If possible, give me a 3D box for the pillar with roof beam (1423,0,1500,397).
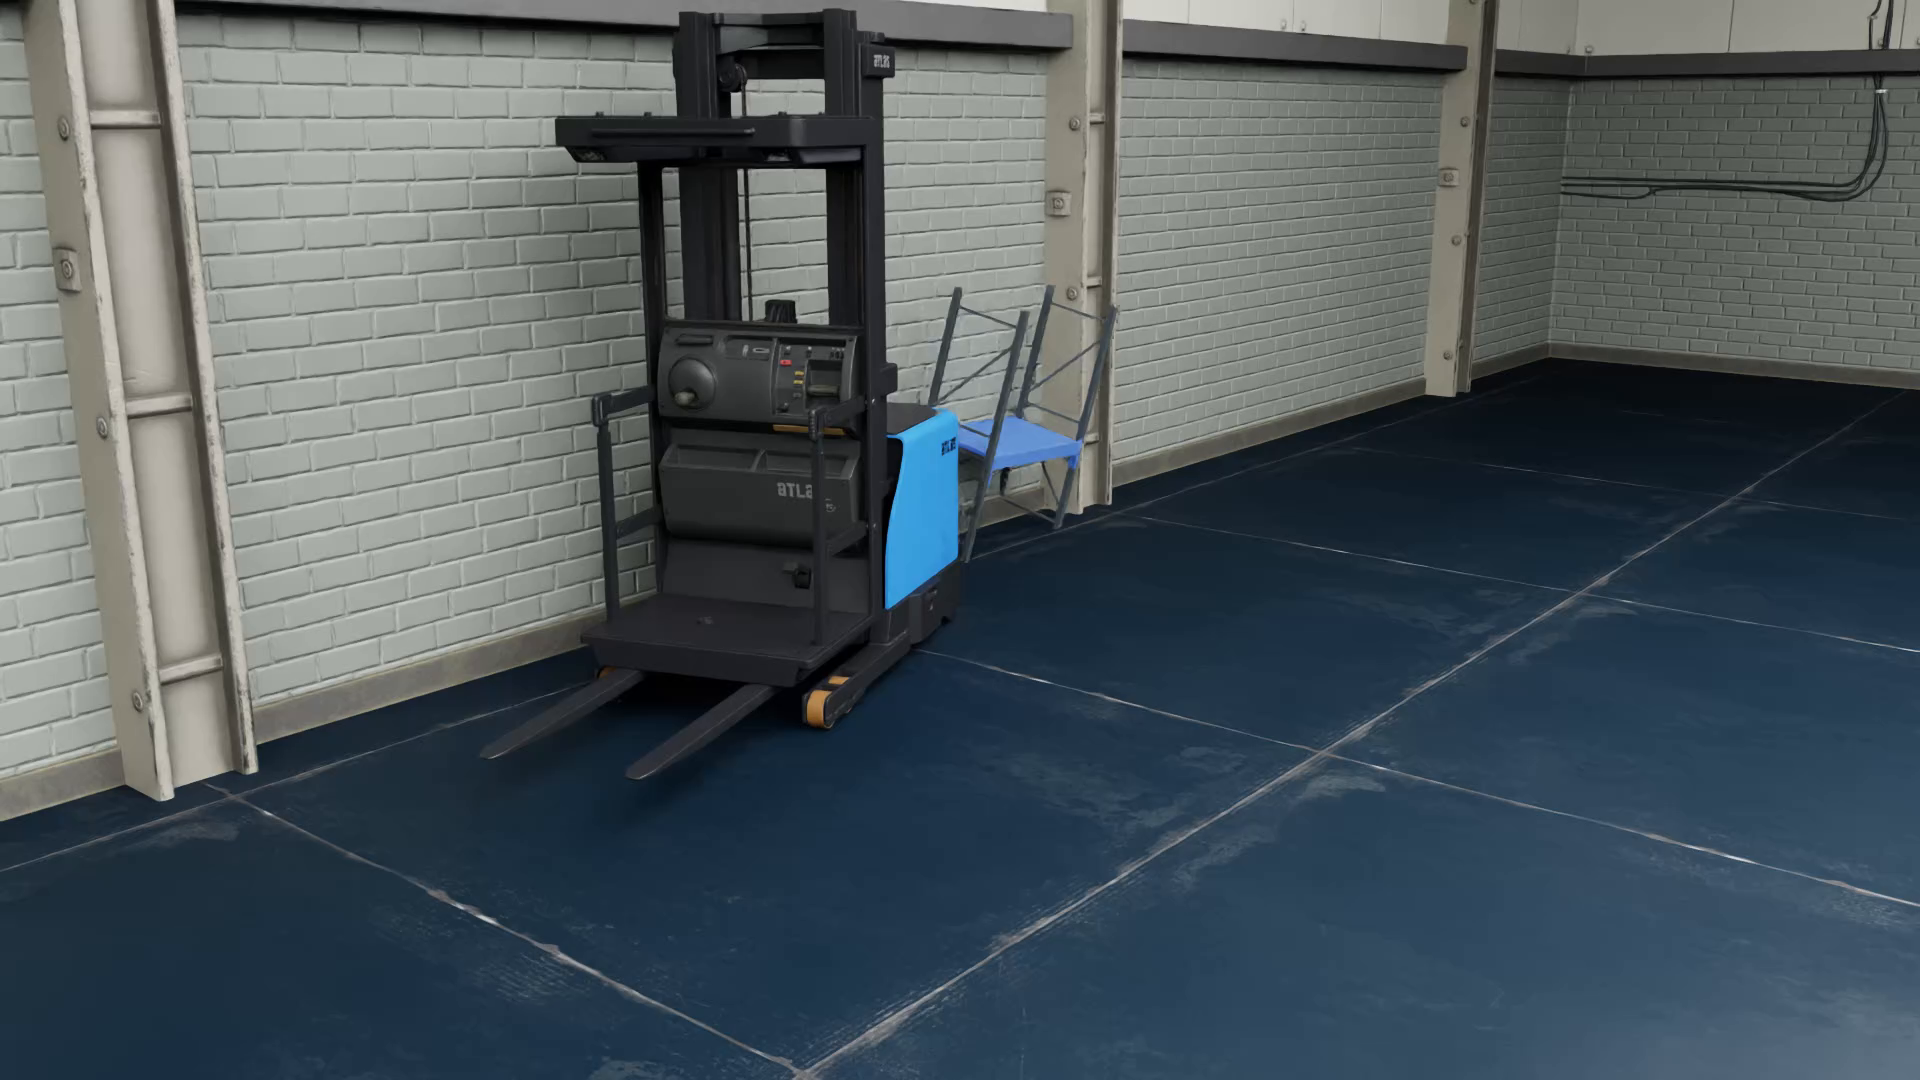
[{"bbox_3d":[7.890,-5.071,11.807,9.100,9.000,0.400,11,18,38],"label":"pillar with roof beam"}]

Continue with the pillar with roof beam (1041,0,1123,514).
[{"bbox_3d":[4.119,-3.922,7.284,9.100,9.000,0.400,11,18,38],"label":"pillar with roof beam"}]

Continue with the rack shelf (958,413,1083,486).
[{"bbox_3d":[0.251,-0.549,9.935,0.538,0.185,1.000,24,21,29],"label":"rack shelf"}]

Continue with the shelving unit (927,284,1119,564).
[{"bbox_3d":[0.292,-0.715,9.880,0.538,1.500,1.048,24,21,29],"label":"shelving unit"}]

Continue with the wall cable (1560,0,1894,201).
[{"bbox_3d":[7.422,-4.592,16.228,3.097,2.526,0.112,11,18,38],"label":"wall cable"}]

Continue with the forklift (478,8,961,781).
[{"bbox_3d":[-0.958,-0.737,7.071,1.130,2.935,3.031,5,15,18],"label":"forklift"}]

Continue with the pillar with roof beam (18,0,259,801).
[{"bbox_3d":[0.348,-2.773,2.761,9.100,9.000,0.400,11,18,38],"label":"pillar with roof beam"}]

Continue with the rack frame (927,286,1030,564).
[{"bbox_3d":[0.009,-0.645,9.463,0.500,1.500,0.032,24,21,29],"label":"rack frame"}]

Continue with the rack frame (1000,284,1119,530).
[{"bbox_3d":[0.574,-0.786,10.296,0.500,1.500,0.032,24,21,29],"label":"rack frame"}]
